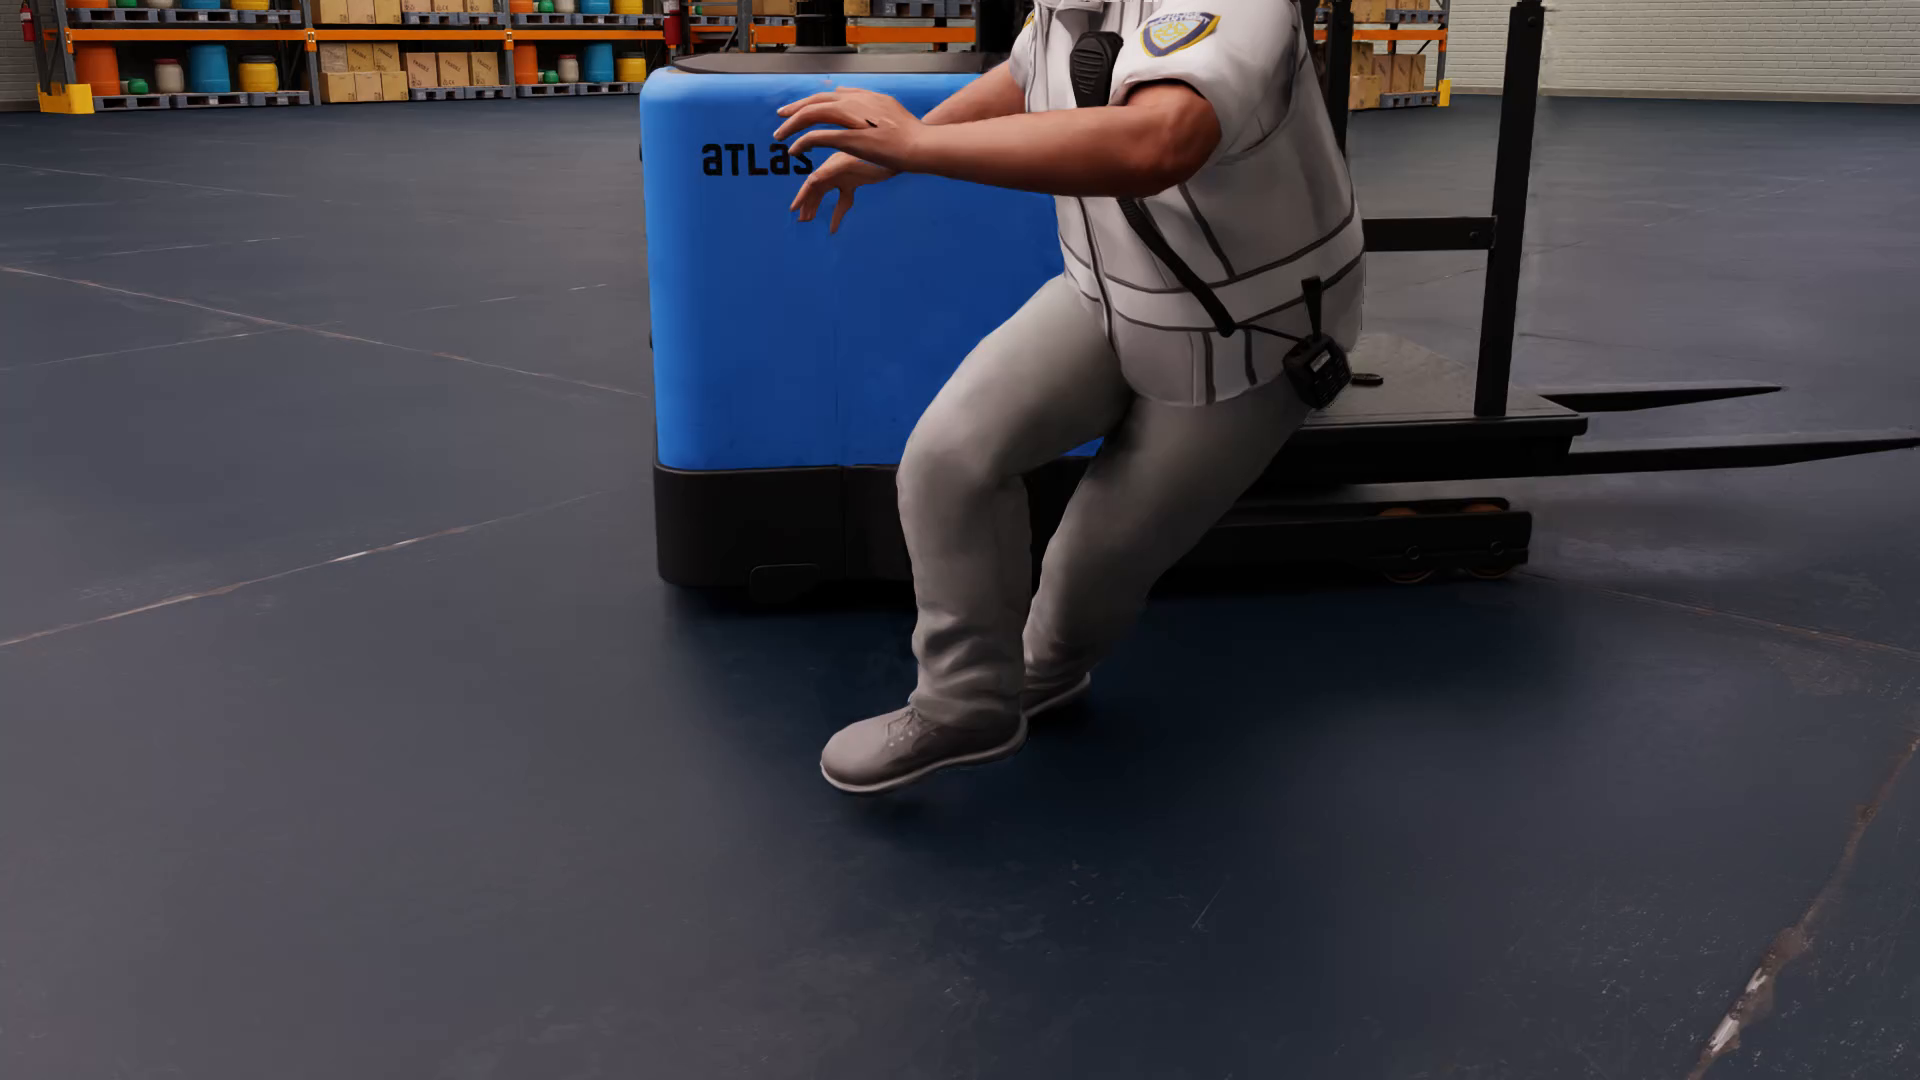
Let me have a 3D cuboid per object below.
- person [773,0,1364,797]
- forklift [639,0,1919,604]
[{"bbox_3d":[0.071,-0.290,2.302,0.933,1.516,0.999,-14,22,-38],"label":"person"},{"bbox_3d":[0.800,-1.455,3.689,3.031,2.935,1.130,-3,17,-9],"label":"forklift"}]
